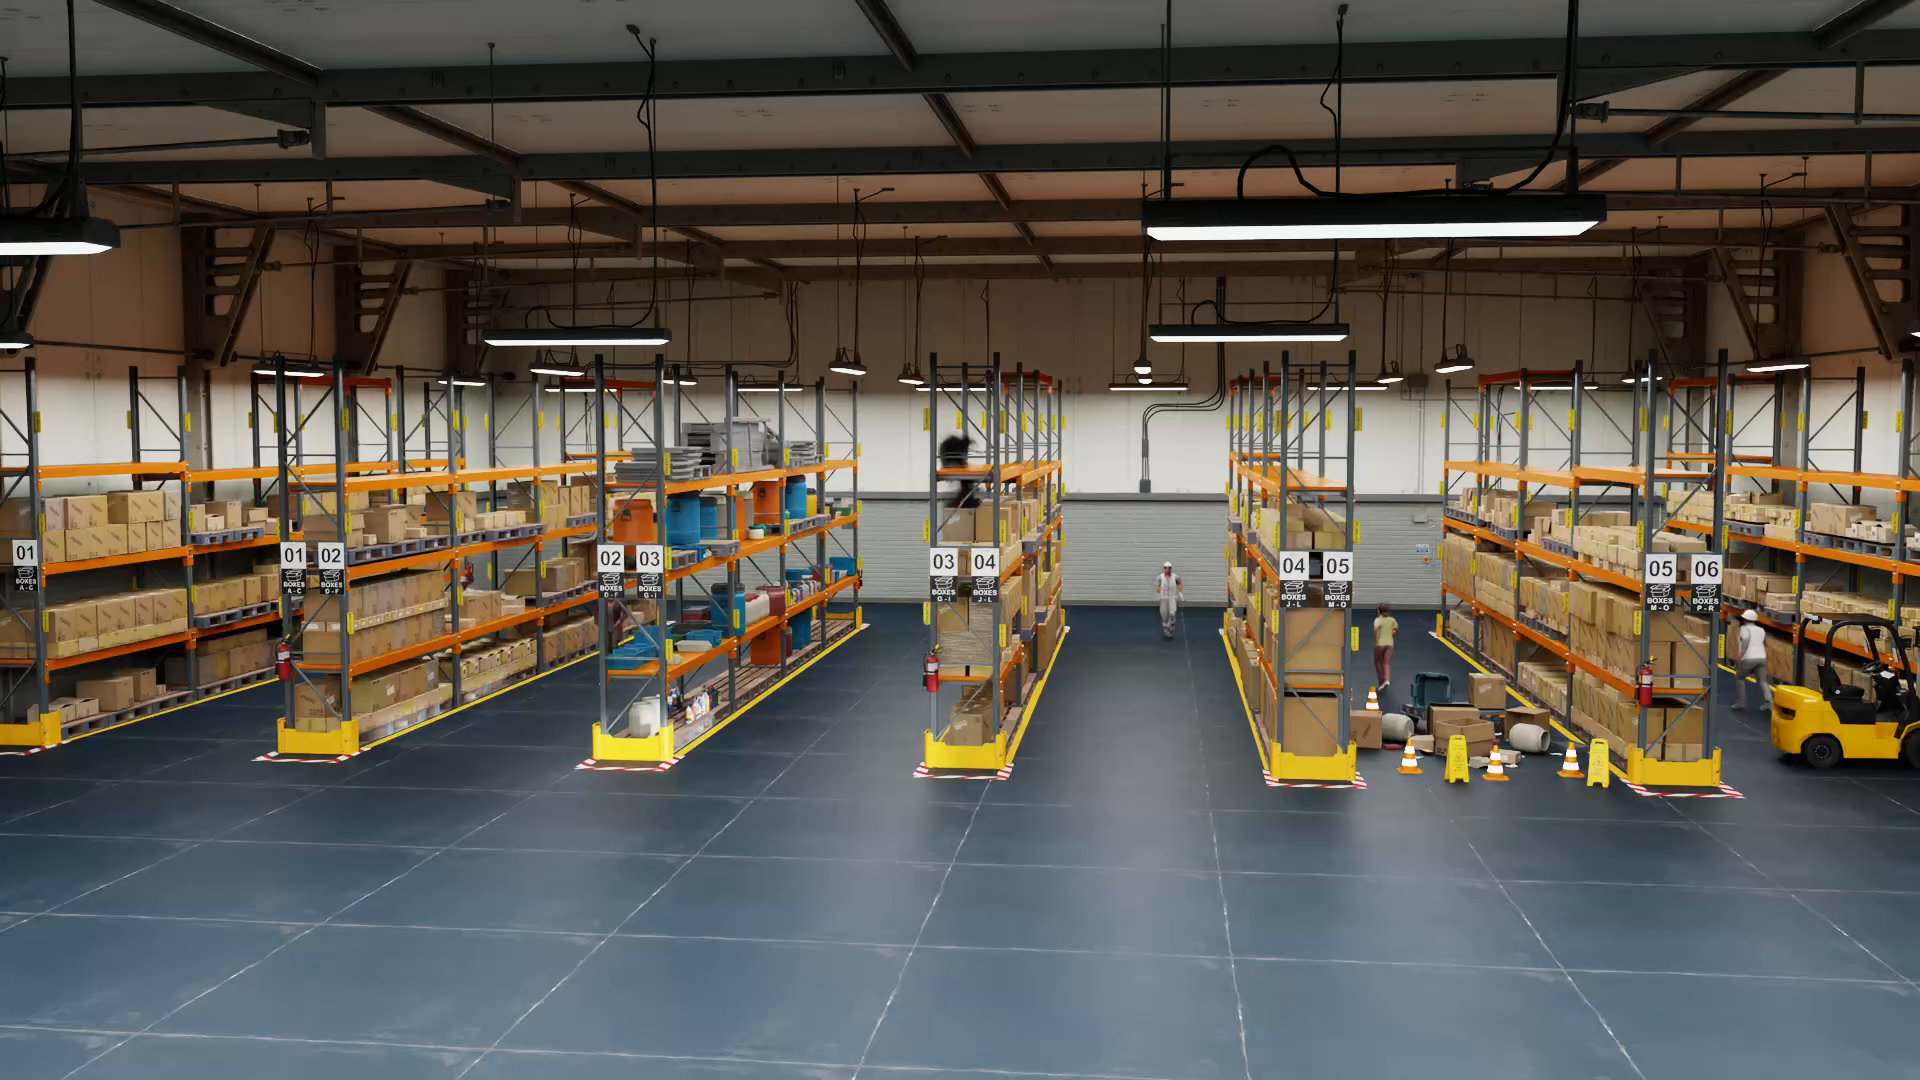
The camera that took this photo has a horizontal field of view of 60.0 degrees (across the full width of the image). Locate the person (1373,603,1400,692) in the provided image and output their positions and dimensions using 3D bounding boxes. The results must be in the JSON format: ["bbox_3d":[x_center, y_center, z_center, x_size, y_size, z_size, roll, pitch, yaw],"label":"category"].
[{"bbox_3d":[7.896,2.006,30.765,0.551,1.642,0.825,0,4,-2],"label":"person"}]

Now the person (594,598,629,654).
[{"bbox_3d":[-6.983,1.797,33.305,0.692,1.708,0.746,-1,4,-11],"label":"person"}]

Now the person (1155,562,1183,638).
[{"bbox_3d":[4.829,1.390,38.468,0.649,1.766,0.773,1,4,8],"label":"person"}]

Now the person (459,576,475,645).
[{"bbox_3d":[-10.665,1.631,35.879,0.583,1.731,0.710,0,4,3],"label":"person"}]

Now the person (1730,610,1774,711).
[{"bbox_3d":[13.718,2.099,28.742,0.651,1.747,0.976,0,4,-7],"label":"person"}]
